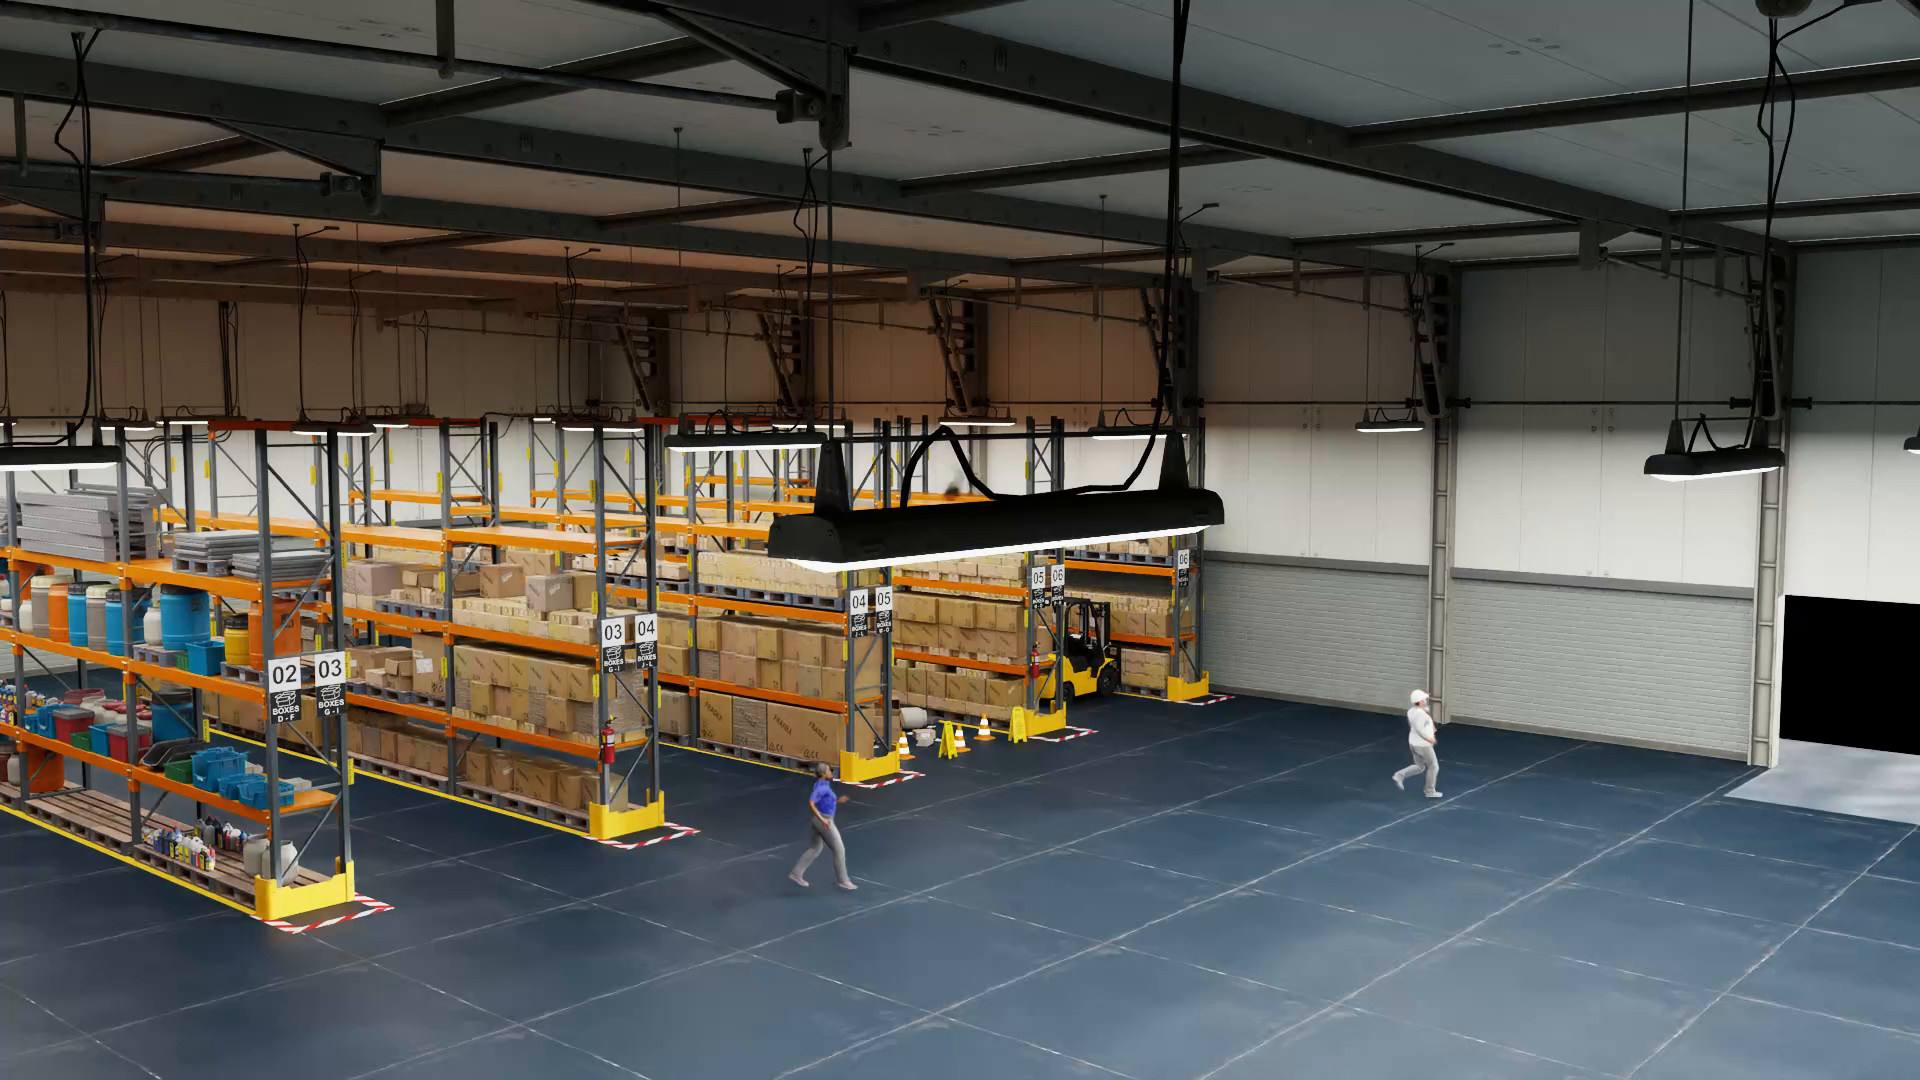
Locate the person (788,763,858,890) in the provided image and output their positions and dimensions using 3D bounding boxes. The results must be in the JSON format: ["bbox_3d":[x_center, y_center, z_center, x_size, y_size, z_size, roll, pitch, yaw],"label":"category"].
[{"bbox_3d":[-1.761,3.705,21.454,0.867,1.682,0.562,-2,5,-20],"label":"person"}]

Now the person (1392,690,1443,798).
[{"bbox_3d":[7.335,3.259,26.552,0.803,1.739,0.668,-1,5,-6],"label":"person"}]
